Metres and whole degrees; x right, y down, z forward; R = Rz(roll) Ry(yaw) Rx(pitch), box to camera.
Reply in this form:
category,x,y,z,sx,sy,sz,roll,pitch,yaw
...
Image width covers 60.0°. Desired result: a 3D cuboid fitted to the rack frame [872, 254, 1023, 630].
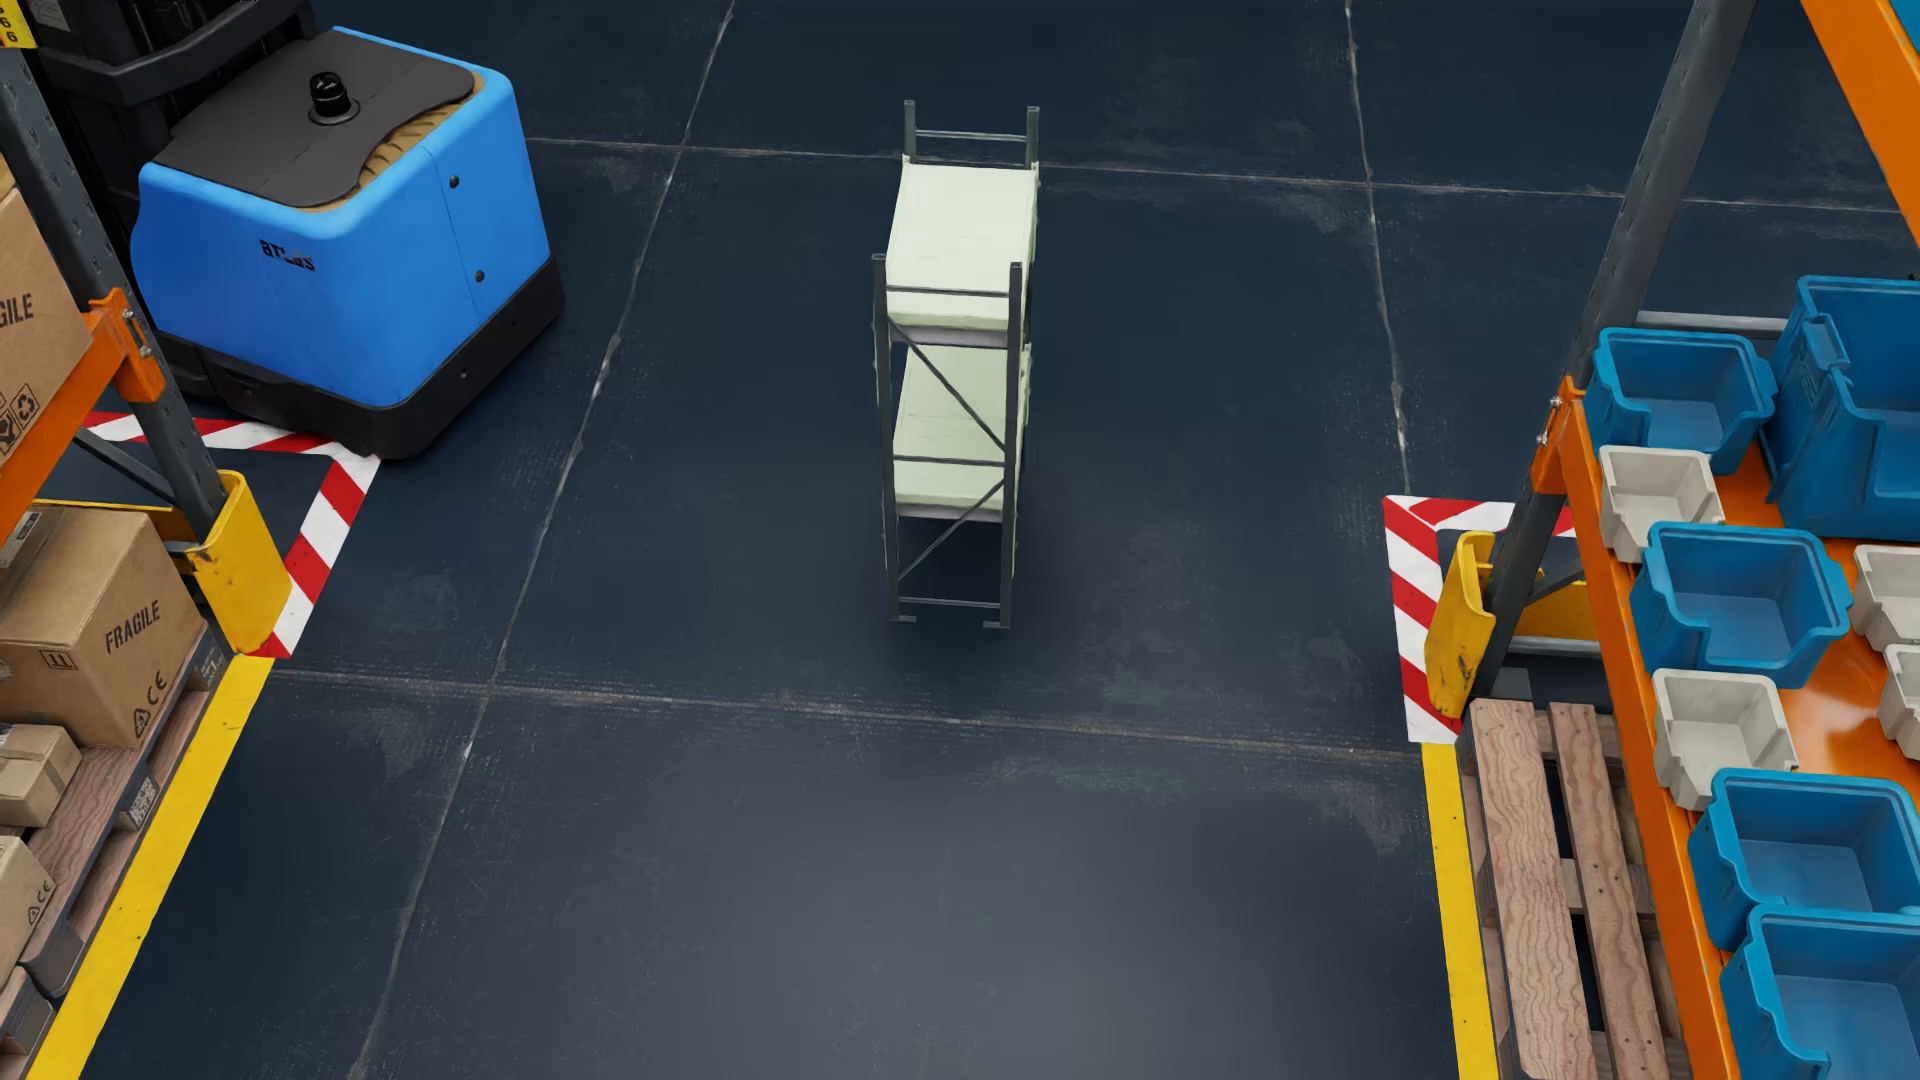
category,x,y,z,sx,sy,sz,roll,pitch,yaw
rack frame,-0.034,-0.232,4.946,0.400,1.500,0.023,4,48,4

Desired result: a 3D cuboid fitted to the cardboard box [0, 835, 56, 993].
category,x,y,z,sx,sy,sz,roll,pitch,yaw
cardboard box,-2.756,1.033,4.338,0.500,0.250,0.500,4,48,4

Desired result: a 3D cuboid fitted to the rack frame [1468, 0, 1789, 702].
category,x,y,z,sx,sy,sz,roll,pitch,yaw
rack frame,2.097,-0.523,4.196,1.000,3.000,0.127,4,48,4

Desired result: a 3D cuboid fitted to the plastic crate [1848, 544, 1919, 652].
category,x,y,z,sx,sy,sz,roll,pitch,yaw
plastic crate,2.203,0.157,3.712,0.396,0.136,0.243,4,48,4

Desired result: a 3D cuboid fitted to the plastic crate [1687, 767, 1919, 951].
category,x,y,z,sx,sy,sz,roll,pitch,yaw
plastic crate,1.627,0.640,3.205,0.416,0.233,0.300,4,48,4

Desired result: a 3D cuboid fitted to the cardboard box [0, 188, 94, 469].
category,x,y,z,sx,sy,sz,roll,pitch,yaw
cardboard box,-2.605,-0.545,4.148,0.500,0.500,0.500,5,48,5

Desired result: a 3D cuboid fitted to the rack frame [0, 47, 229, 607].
category,x,y,z,sx,sy,sz,roll,pitch,yaw
rack frame,-2.835,-0.859,4.503,1.000,3.000,0.127,4,48,4

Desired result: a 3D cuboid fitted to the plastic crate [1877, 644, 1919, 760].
category,x,y,z,sx,sy,sz,roll,pitch,yaw
plastic crate,2.162,0.369,3.518,0.396,0.136,0.243,4,48,4

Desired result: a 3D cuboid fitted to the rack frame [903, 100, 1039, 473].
category,x,y,z,sx,sy,sz,roll,pitch,yaw
rack frame,0.033,-0.770,5.438,0.400,1.500,0.023,4,48,4

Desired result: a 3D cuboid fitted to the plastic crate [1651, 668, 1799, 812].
category,x,y,z,sx,sy,sz,roll,pitch,yaw
plastic crate,1.573,0.434,3.459,0.250,0.136,0.298,4,48,4

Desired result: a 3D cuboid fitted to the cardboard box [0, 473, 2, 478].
category,x,y,z,sx,sy,sz,roll,pitch,yaw
cardboard box,-2.649,-0.164,3.799,0.500,0.500,0.500,4,48,4

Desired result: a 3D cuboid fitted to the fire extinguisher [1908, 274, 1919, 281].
category,x,y,z,sx,sy,sz,roll,pitch,yaw
fire extinguisher,2.563,-0.451,4.435,0.296,0.674,0.183,4,48,4

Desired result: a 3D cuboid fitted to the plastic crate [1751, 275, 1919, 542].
category,x,y,z,sx,sy,sz,roll,pitch,yaw
plastic crate,2.252,-0.297,3.924,0.616,0.435,0.499,4,48,4

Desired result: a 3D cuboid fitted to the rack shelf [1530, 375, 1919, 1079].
category,x,y,z,sx,sy,sz,roll,pitch,yaw
rack shelf,1.915,1.189,3.117,1.077,0.370,4.000,4,48,4

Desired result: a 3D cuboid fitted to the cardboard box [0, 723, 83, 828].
category,x,y,z,sx,sy,sz,roll,pitch,yaw
cardboard box,-2.766,0.656,4.739,0.380,0.166,0.250,4,48,4

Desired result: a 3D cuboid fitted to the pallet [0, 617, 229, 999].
category,x,y,z,sx,sy,sz,roll,pitch,yaw
pallet,-2.914,0.724,4.945,1.003,0.211,1.213,4,48,4

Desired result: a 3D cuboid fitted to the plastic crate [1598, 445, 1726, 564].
category,x,y,z,sx,sy,sz,roll,pitch,yaw
plastic crate,1.635,-0.065,3.915,0.250,0.136,0.298,4,48,4

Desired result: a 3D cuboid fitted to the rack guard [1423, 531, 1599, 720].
category,x,y,z,sx,sy,sz,roll,pitch,yaw
rack guard,2.086,0.302,5.135,1.175,0.500,0.348,4,48,4

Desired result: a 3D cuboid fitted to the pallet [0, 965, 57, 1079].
category,x,y,z,sx,sy,sz,roll,pitch,yaw
pallet,-3.028,1.618,4.127,1.003,0.211,1.213,4,48,4

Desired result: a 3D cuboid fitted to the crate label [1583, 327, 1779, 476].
category,x,y,z,sx,sy,sz,roll,pitch,yaw
crate label,1.747,-0.328,4.090,0.416,0.233,0.303,4,48,4

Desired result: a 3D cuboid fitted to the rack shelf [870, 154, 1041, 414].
category,x,y,z,sx,sy,sz,roll,pitch,yaw
rack shelf,-0.001,-0.765,4.904,0.431,0.370,0.720,4,48,4

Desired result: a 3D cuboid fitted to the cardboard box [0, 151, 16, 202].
category,x,y,z,sx,sy,sz,roll,pitch,yaw
cardboard box,-2.602,-0.885,3.781,0.500,0.500,0.500,3,48,3

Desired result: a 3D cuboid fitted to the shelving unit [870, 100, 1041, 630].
category,x,y,z,sx,sy,sz,roll,pitch,yaw
shelving unit,-0.001,-0.501,5.192,0.431,1.500,0.755,4,48,4

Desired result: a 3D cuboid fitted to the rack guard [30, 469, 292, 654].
category,x,y,z,sx,sy,sz,roll,pitch,yaw
rack guard,-2.842,0.040,5.374,1.175,0.500,0.348,4,48,4

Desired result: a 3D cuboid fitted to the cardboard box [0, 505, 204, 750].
category,x,y,z,sx,sy,sz,roll,pitch,yaw
cardboard box,-2.640,0.252,4.882,0.500,0.500,0.500,4,48,4

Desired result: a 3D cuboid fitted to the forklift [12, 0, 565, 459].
category,x,y,z,sx,sy,sz,roll,pitch,yaw
forklift,-3.101,-2.028,5.618,3.031,2.935,1.130,19,50,17

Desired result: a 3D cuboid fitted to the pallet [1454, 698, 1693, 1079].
category,x,y,z,sx,sy,sz,roll,pitch,yaw
pallet,1.983,1.021,4.673,1.003,0.211,1.213,4,48,4

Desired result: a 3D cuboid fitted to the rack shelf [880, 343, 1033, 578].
category,x,y,z,sx,sy,sz,roll,pitch,yaw
rack shelf,-0.001,-0.281,5.433,0.431,0.370,0.720,4,48,4

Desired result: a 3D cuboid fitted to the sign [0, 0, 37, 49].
category,x,y,z,sx,sy,sz,roll,pitch,yaw
sign,-2.285,-1.304,3.911,0.100,0.325,0.005,4,48,4

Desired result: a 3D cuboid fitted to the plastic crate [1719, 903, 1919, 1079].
category,x,y,z,sx,sy,sz,roll,pitch,yaw
plastic crate,1.599,0.861,3.003,0.416,0.233,0.300,4,48,4

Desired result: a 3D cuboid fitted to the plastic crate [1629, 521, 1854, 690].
category,x,y,z,sx,sy,sz,roll,pitch,yaw
plastic crate,1.687,0.156,3.647,0.416,0.233,0.300,4,48,4

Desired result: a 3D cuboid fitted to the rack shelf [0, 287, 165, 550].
category,x,y,z,sx,sy,sz,roll,pitch,yaw
rack shelf,-3.018,0.853,3.424,1.077,0.370,4.000,4,48,4
